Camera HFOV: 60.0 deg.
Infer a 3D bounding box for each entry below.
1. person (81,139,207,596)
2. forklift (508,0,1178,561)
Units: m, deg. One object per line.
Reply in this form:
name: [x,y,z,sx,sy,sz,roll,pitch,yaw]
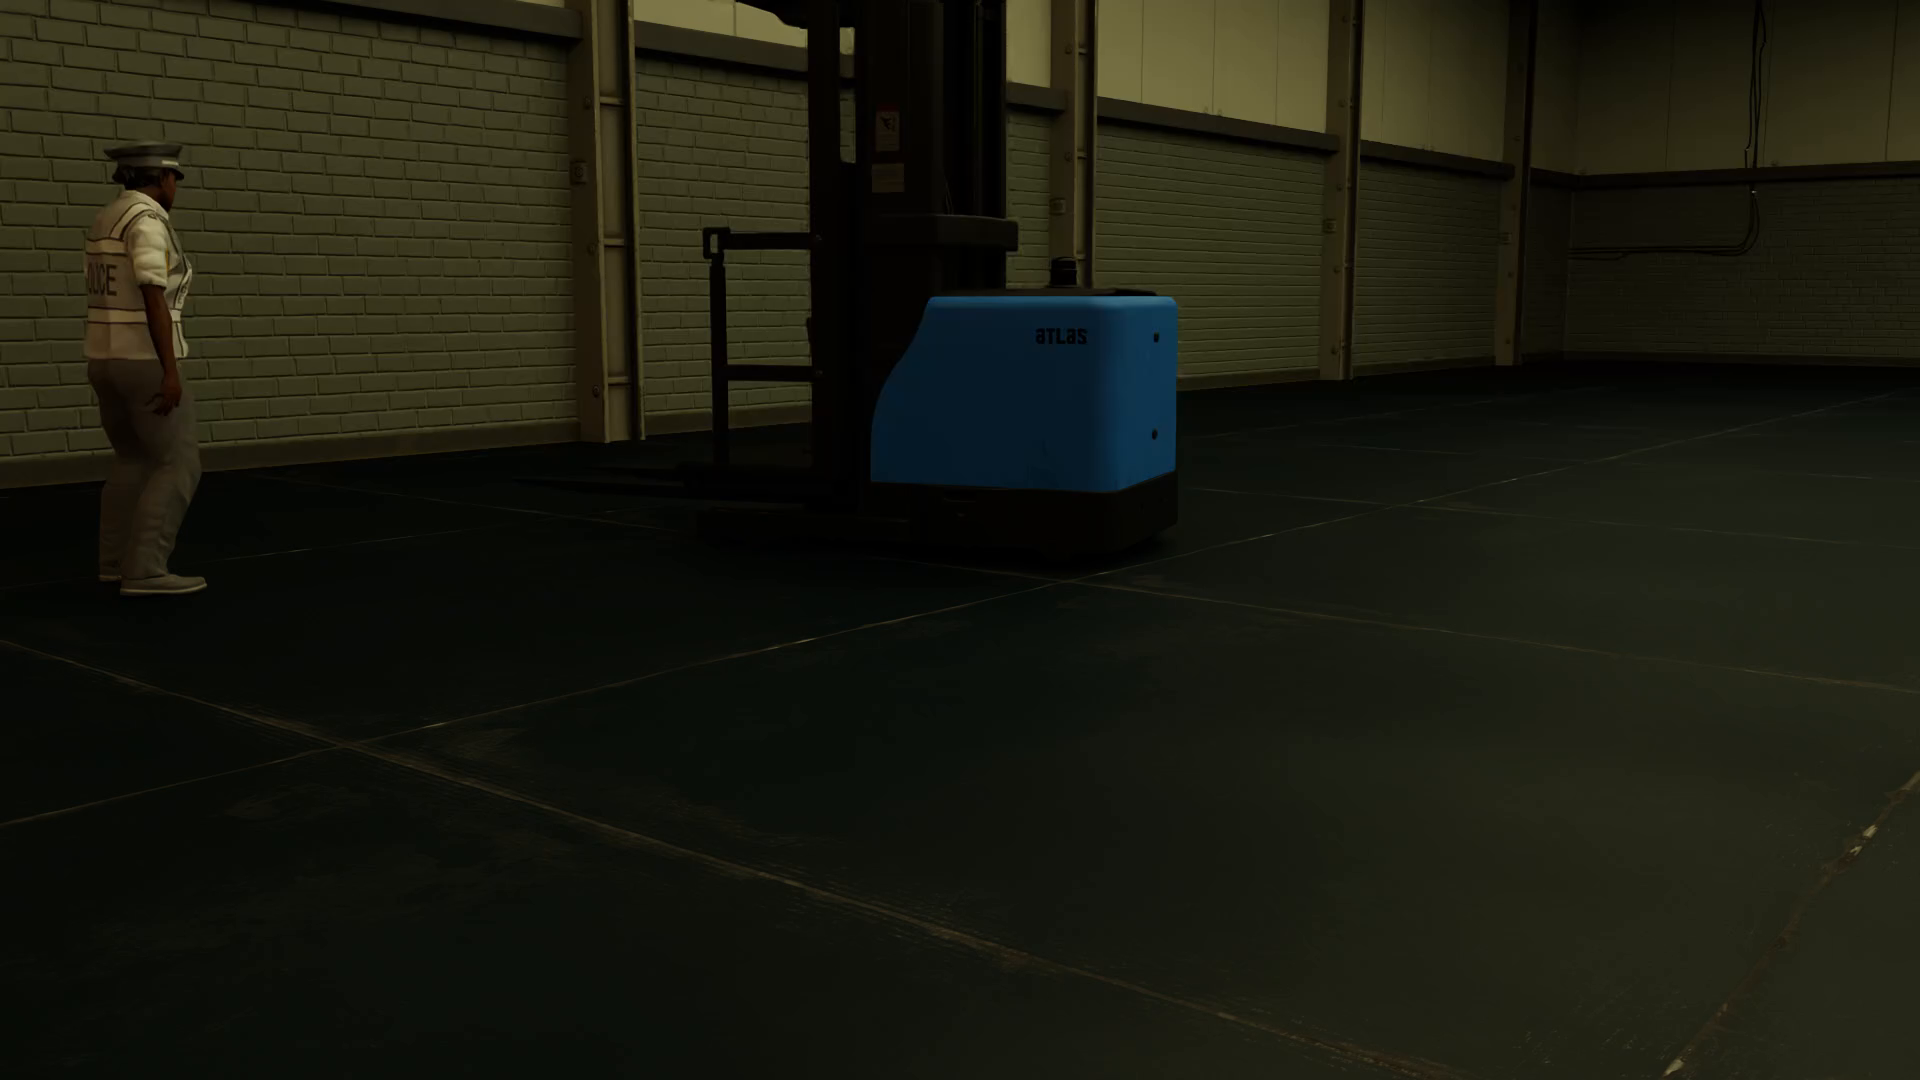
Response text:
person: [-2.976,-0.623,6.045,0.744,1.634,0.381,7,11,40]
forklift: [-0.599,-1.477,7.378,3.031,2.935,1.130,3,9,22]
